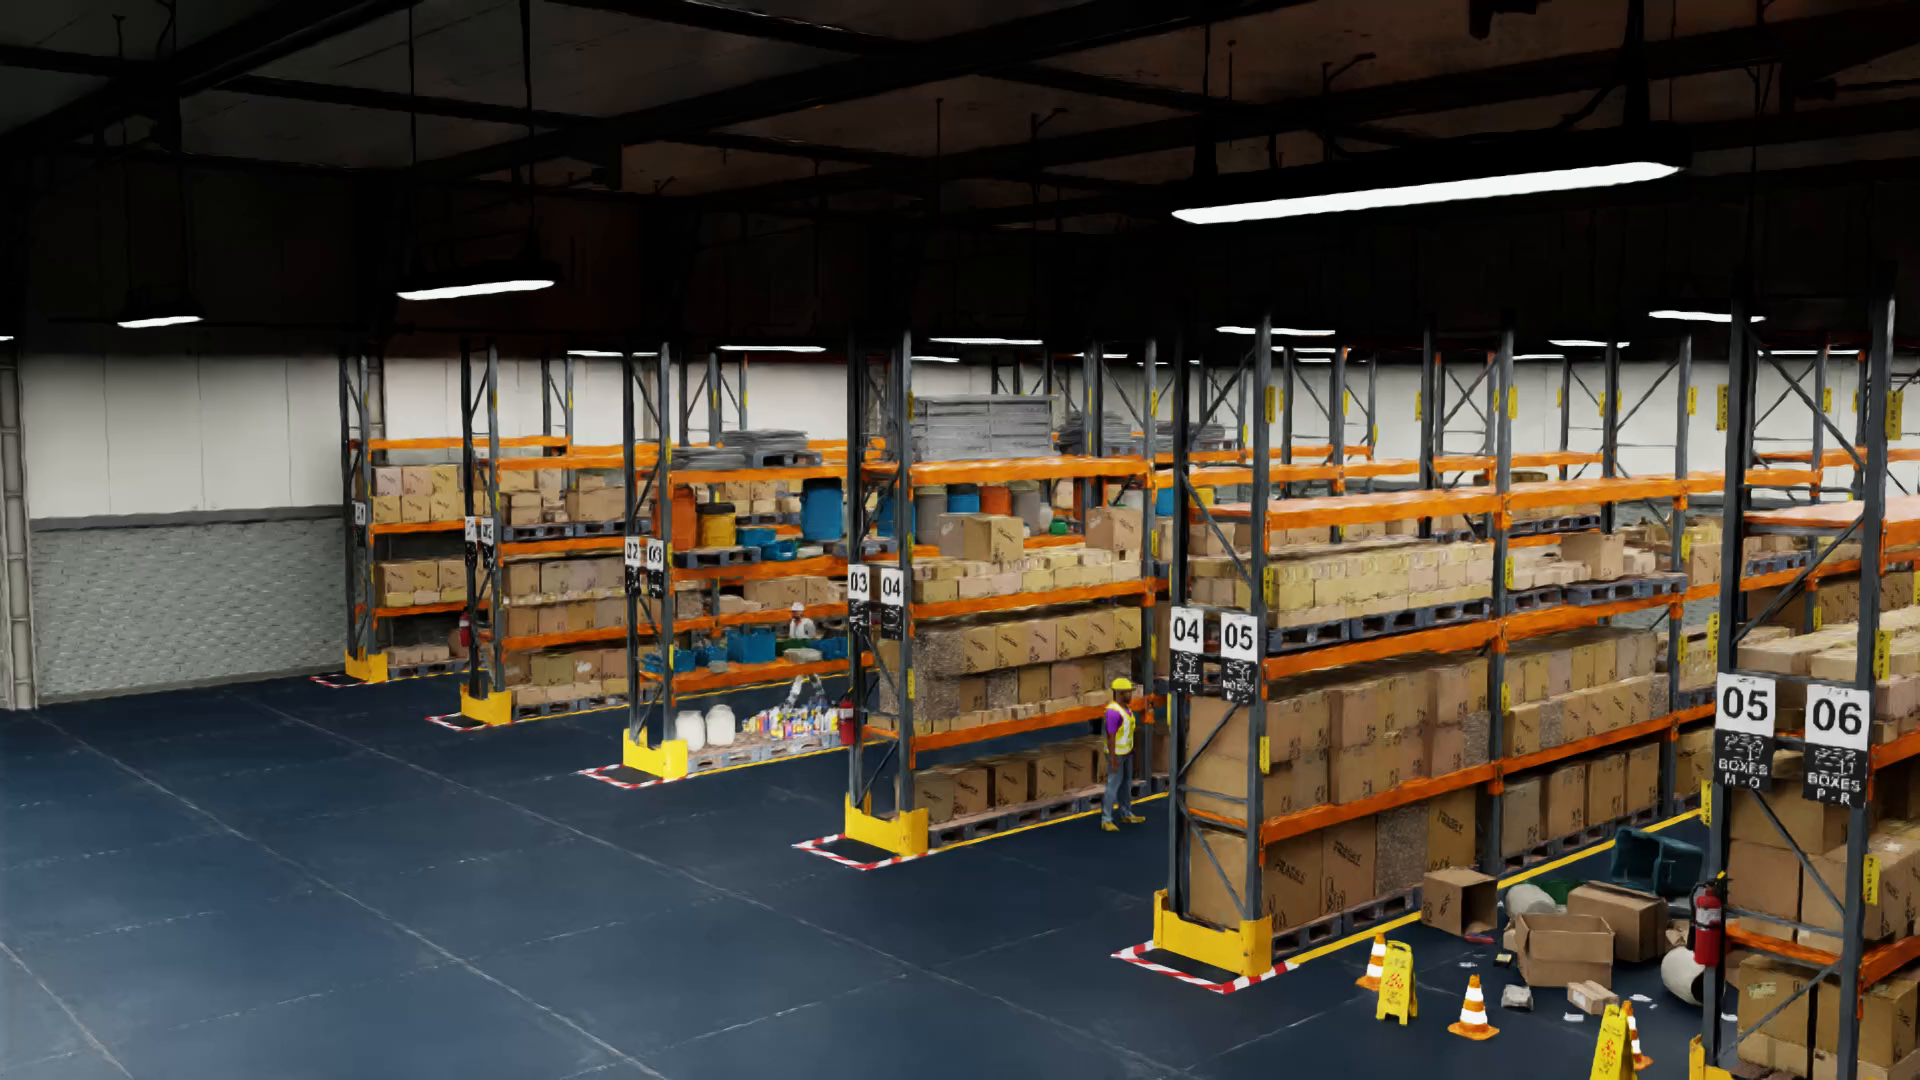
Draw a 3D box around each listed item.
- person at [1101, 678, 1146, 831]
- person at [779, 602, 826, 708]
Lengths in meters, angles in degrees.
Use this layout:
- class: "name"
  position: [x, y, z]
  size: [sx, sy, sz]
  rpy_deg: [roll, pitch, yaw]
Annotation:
- class: "person"
  position: [1.930, 2.513, 19.616]
  size: [0.464, 1.763, 0.642]
  rpy_deg: [2, 6, 23]
- class: "person"
  position: [-2.618, 1.857, 27.271]
  size: [1.127, 1.709, 0.556]
  rpy_deg: [-5, 7, -44]
